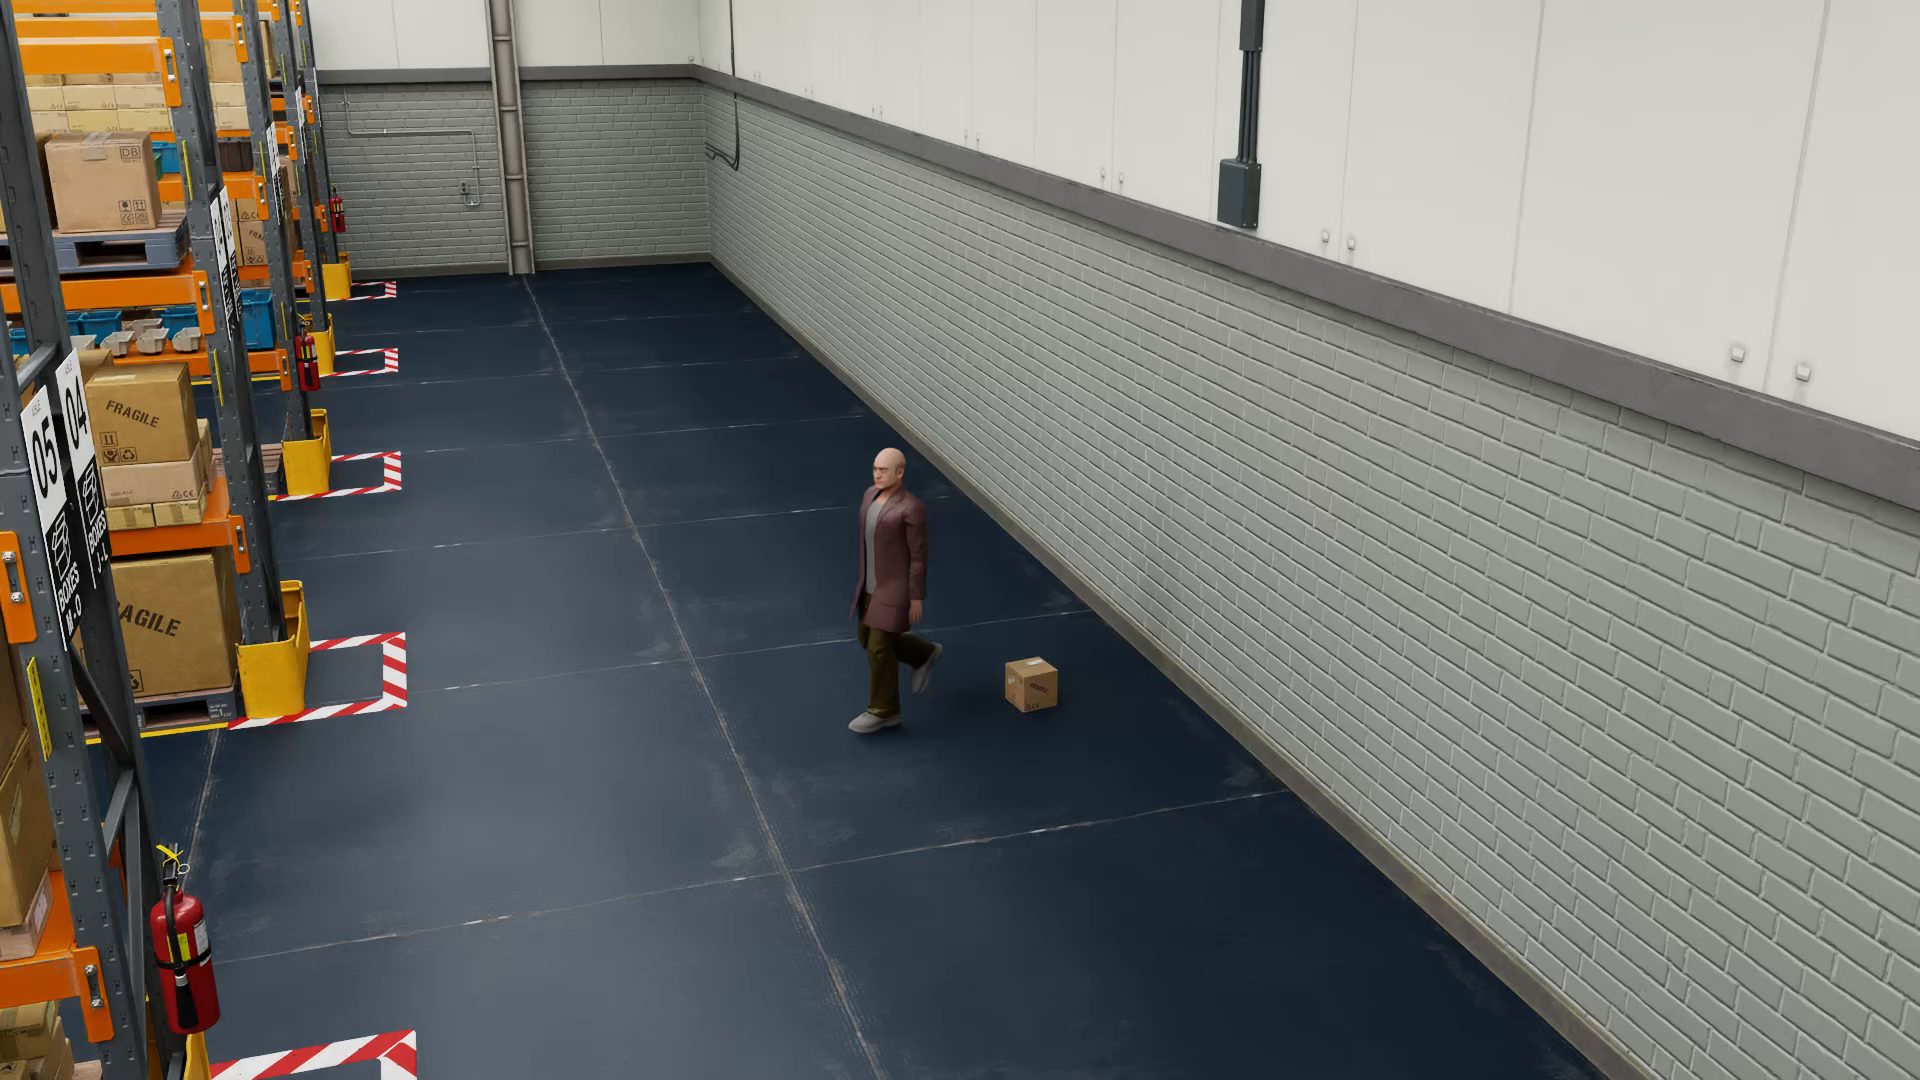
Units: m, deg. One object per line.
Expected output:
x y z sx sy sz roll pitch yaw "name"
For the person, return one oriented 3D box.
-0.394 0.275 10.232 0.817 1.758 0.585 -14 23 -35 "person"
